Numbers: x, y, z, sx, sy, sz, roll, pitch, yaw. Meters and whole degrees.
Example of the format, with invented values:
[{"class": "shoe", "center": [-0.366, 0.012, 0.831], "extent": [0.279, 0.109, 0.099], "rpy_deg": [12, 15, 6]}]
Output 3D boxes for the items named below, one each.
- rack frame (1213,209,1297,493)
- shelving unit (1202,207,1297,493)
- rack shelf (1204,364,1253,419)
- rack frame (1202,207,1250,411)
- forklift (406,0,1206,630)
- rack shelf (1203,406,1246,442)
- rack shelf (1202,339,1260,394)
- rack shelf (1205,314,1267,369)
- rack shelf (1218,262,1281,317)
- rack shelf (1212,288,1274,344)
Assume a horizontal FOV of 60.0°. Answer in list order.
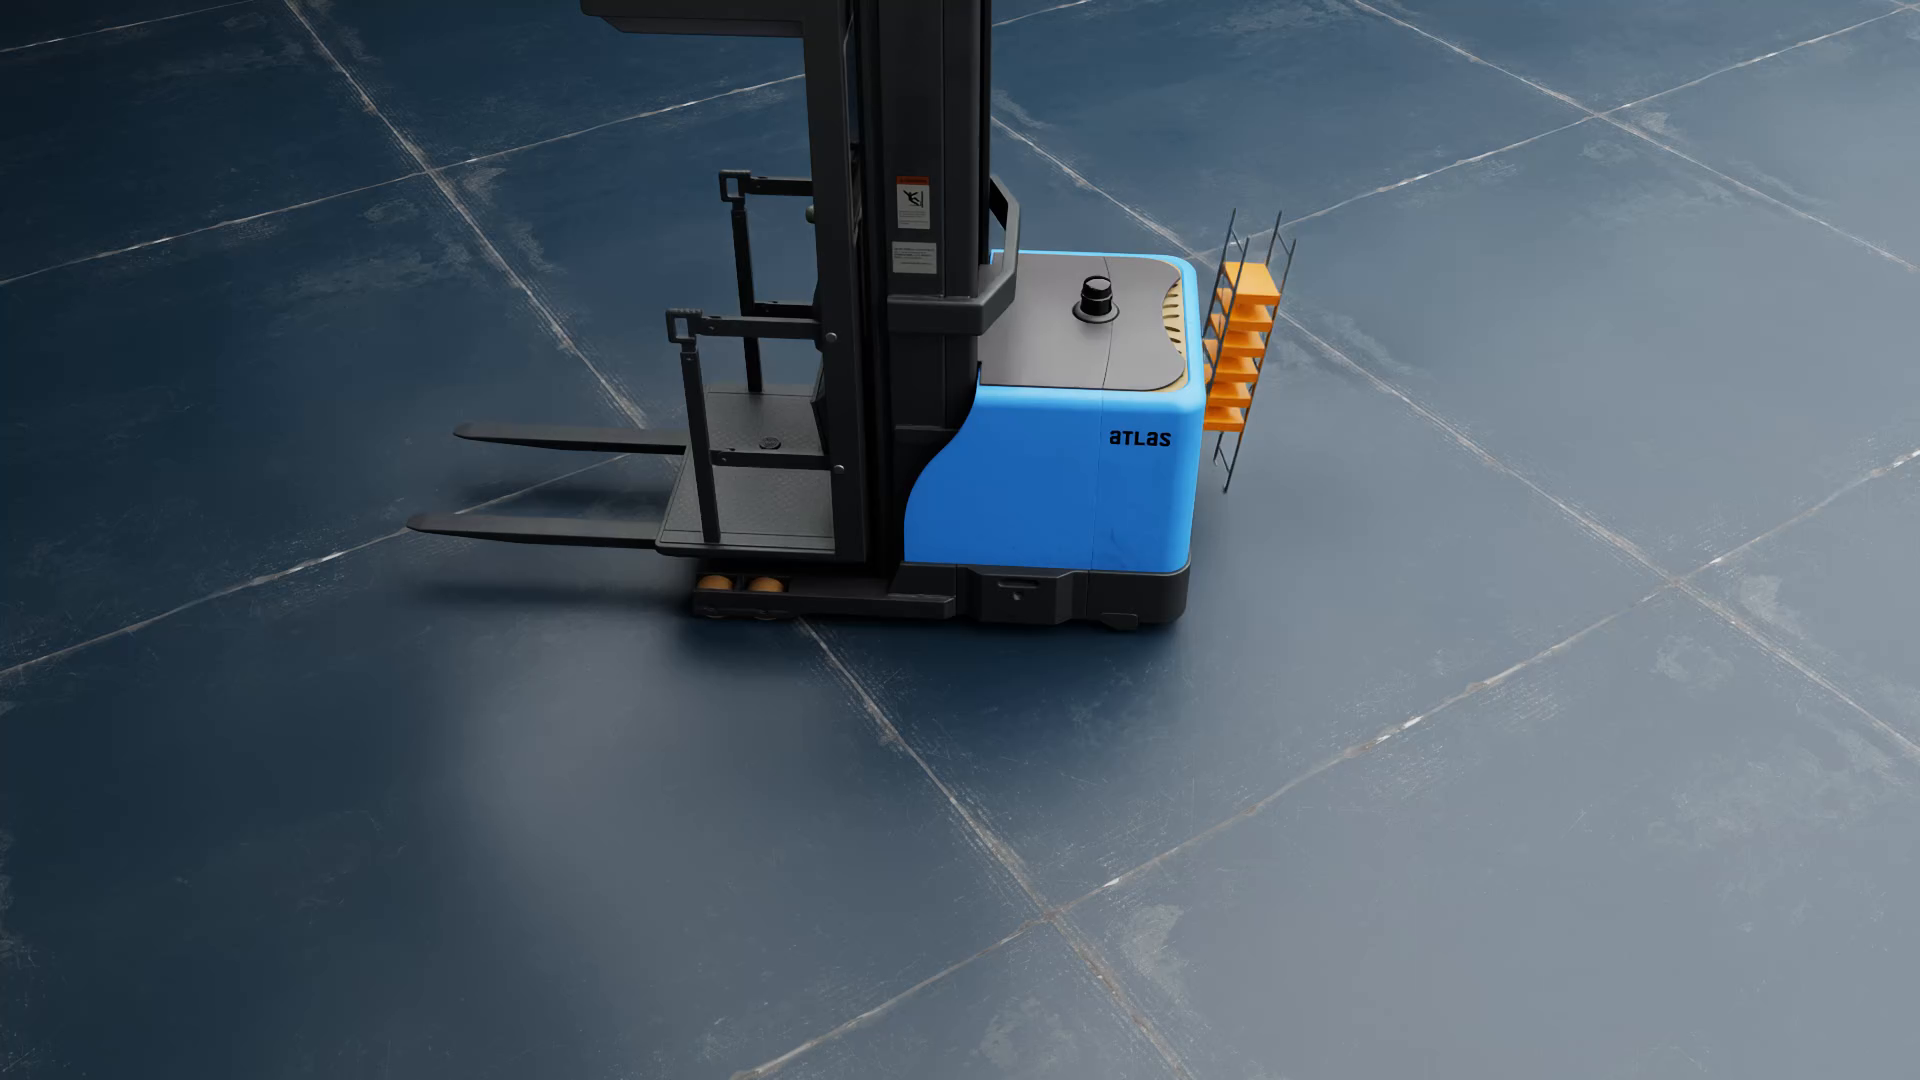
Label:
[{"class": "rack frame", "center": [1.178, -0.737, 6.702], "extent": [0.006, 1.200, 0.240], "rpy_deg": [1, 39, -9]}, {"class": "shelving unit", "center": [1.088, -0.739, 6.688], "extent": [0.189, 1.200, 0.258], "rpy_deg": [1, 39, -9]}, {"class": "rack shelf", "center": [1.068, -0.613, 6.791], "extent": [0.180, 0.103, 0.258], "rpy_deg": [1, 39, -9]}, {"class": "rack frame", "center": [0.997, -0.742, 6.674], "extent": [0.006, 1.200, 0.240], "rpy_deg": [1, 39, -9]}, {"class": "forklift", "center": [-0.623, -1.154, 5.845], "extent": [3.031, 2.935, 1.130], "rpy_deg": [3, 40, 3]}, {"class": "rack shelf", "center": [1.054, -0.520, 6.866], "extent": [0.180, 0.103, 0.258], "rpy_deg": [1, 39, -9]}, {"class": "rack shelf", "center": [1.082, -0.705, 6.716], "extent": [0.180, 0.103, 0.258], "rpy_deg": [1, 39, -9]}, {"class": "rack shelf", "center": [1.097, -0.798, 6.641], "extent": [0.180, 0.103, 0.258], "rpy_deg": [1, 39, -9]}, {"class": "rack shelf", "center": [1.125, -0.983, 6.491], "extent": [0.180, 0.103, 0.258], "rpy_deg": [1, 39, -9]}, {"class": "rack shelf", "center": [1.111, -0.890, 6.566], "extent": [0.180, 0.103, 0.258], "rpy_deg": [1, 39, -9]}]
